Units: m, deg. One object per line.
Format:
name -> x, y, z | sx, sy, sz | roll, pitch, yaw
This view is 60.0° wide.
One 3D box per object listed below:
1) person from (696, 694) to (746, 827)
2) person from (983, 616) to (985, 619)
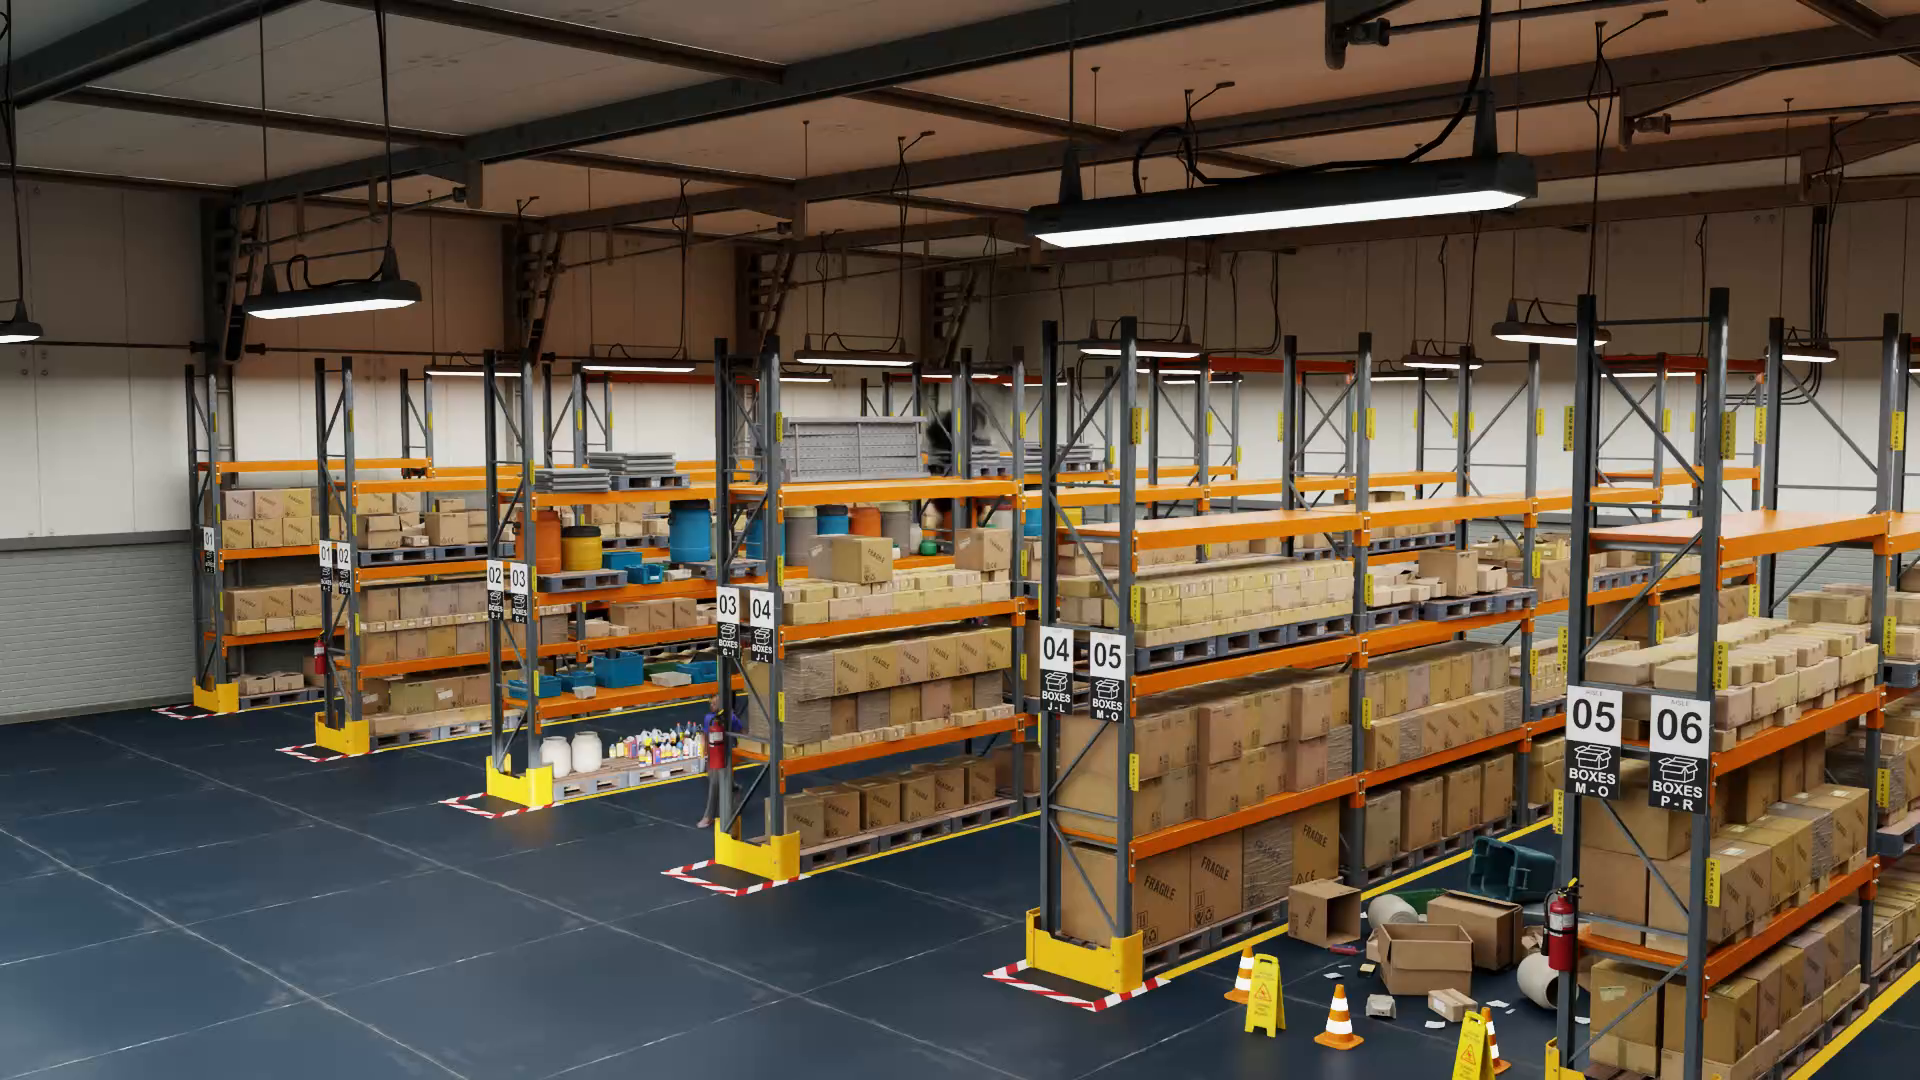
person -> -3.007, 2.799, 21.048 | 0.599, 1.553, 0.858 | 2, 5, 28
person -> 0.733, 1.753, 33.165 | 0.714, 1.750, 0.804 | 3, 5, 32
